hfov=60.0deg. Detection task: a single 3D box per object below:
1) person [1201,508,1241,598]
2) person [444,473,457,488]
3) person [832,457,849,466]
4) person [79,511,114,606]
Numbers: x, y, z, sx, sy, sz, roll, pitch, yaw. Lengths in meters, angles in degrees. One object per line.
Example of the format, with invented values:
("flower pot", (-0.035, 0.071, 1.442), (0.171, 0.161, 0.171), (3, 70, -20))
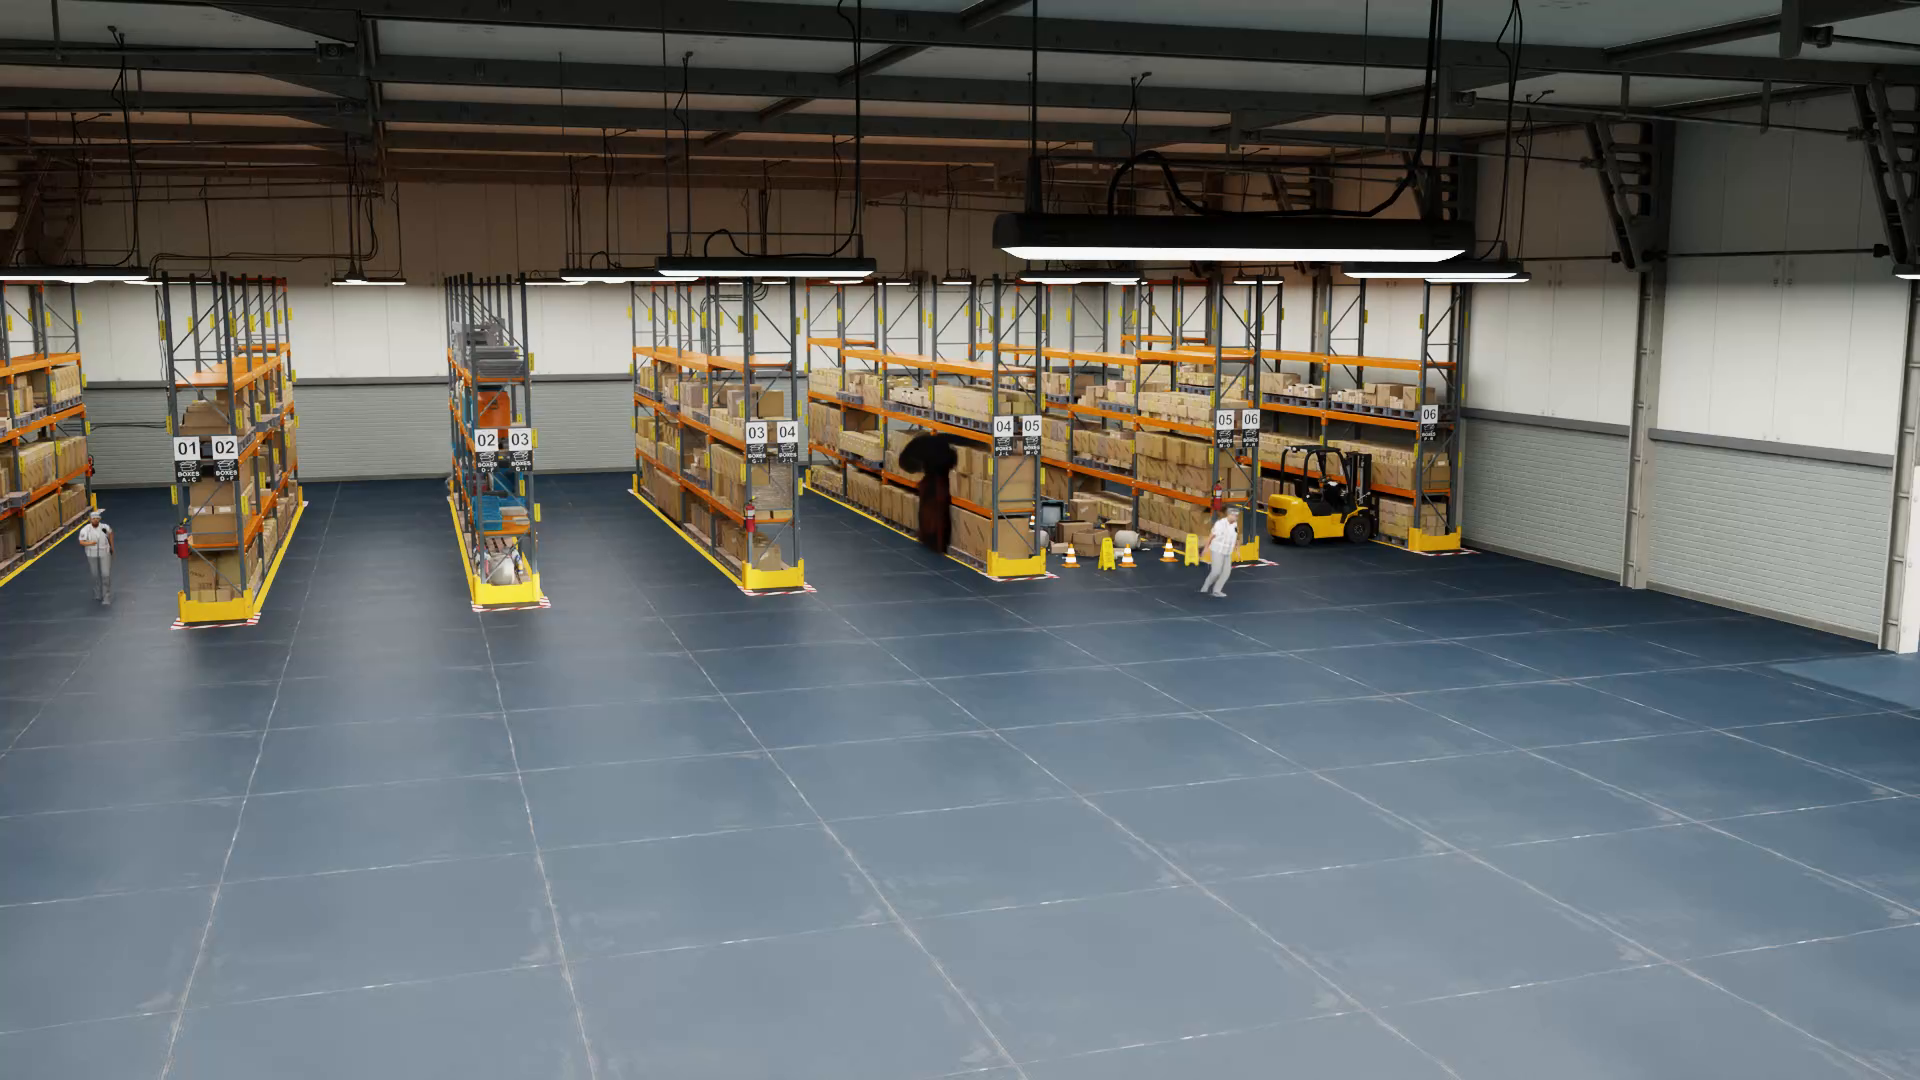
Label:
("person", (4.861, 0.236, 30.974), (0.712, 1.687, 0.622), (-6, 11, -36))
("person", (-14.189, -2.162, 47.260), (0.980, 1.627, 0.582), (-3, 9, -21))
("person", (-3.593, -2.669, 49.895), (0.942, 1.761, 0.668), (-7, 11, -38))
("person", (-15.797, 0.321, 30.463), (0.548, 1.723, 0.843), (-4, 9, -24))
